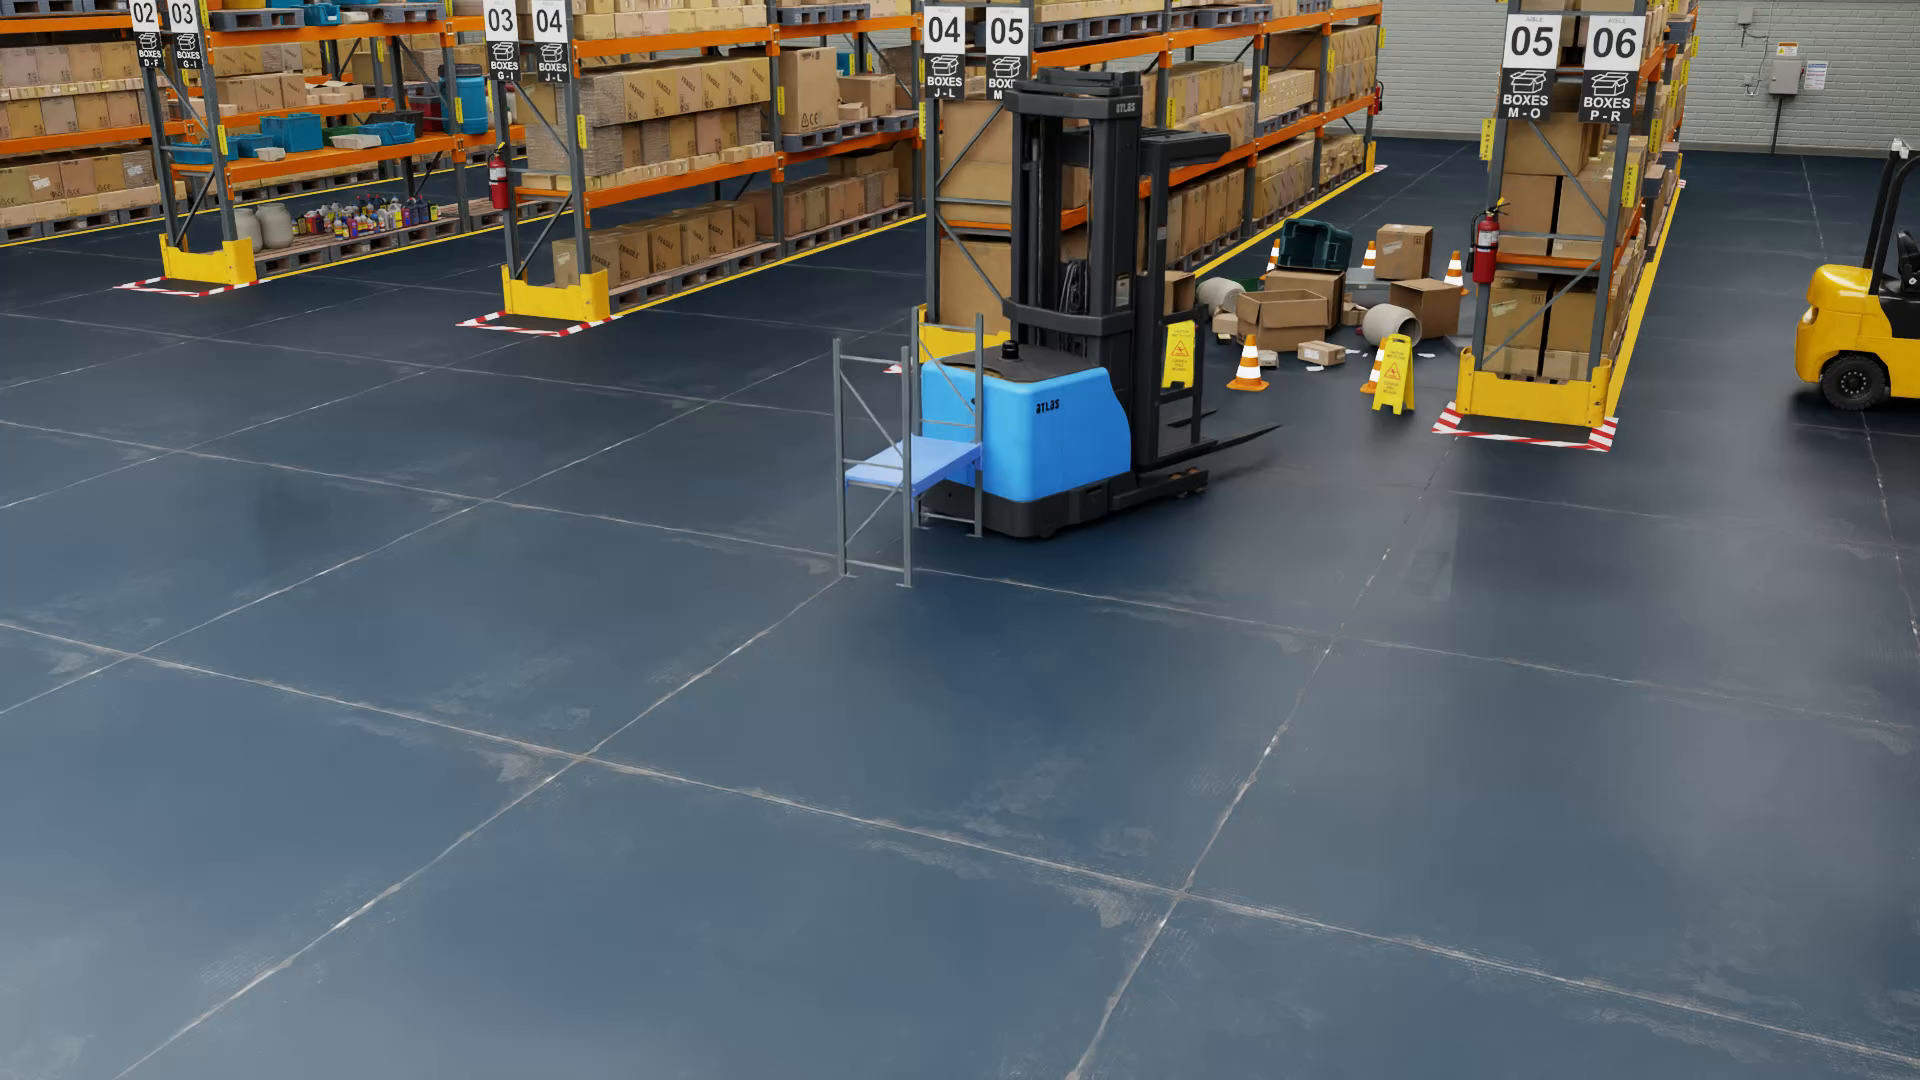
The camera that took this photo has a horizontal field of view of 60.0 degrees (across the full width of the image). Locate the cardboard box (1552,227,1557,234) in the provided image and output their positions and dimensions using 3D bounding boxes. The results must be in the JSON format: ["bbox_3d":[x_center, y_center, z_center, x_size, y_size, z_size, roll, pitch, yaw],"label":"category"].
[{"bbox_3d":[5.119,-2.766,14.646,0.380,0.149,0.250,9,21,23],"label":"cardboard box"}]

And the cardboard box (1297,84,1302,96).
[{"bbox_3d":[4.778,-6.578,24.294,0.380,0.149,0.250,8,21,21],"label":"cardboard box"}]

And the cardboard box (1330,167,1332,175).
[{"bbox_3d":[5.822,-6.006,27.007,0.380,0.149,0.250,8,21,20],"label":"cardboard box"}]

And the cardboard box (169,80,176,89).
[{"bbox_3d":[-14.253,-8.235,29.994,0.380,0.149,0.250,8,21,22],"label":"cardboard box"}]

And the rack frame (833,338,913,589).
[{"bbox_3d":[-0.520,-0.449,9.993,0.500,1.500,0.032,9,22,24],"label":"rack frame"}]

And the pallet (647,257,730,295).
[{"bbox_3d":[-3.421,-3.115,19.414,1.003,0.211,1.213,9,21,23],"label":"pallet"}]

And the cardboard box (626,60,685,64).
[{"bbox_3d":[-3.505,-5.264,19.207,0.500,0.500,0.500,9,21,23],"label":"cardboard box"}]

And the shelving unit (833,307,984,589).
[{"bbox_3d":[-0.301,-0.602,10.425,0.538,1.500,1.048,9,22,24],"label":"shelving unit"}]

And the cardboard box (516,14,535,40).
[{"bbox_3d":[-4.352,-5.316,17.187,0.500,0.250,0.500,9,22,24],"label":"cardboard box"}]

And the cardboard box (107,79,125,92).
[{"bbox_3d":[-11.947,-6.378,23.309,0.380,0.149,0.250,9,21,23],"label":"cardboard box"}]

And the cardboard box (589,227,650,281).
[{"bbox_3d":[-3.833,-3.187,18.557,0.500,0.500,0.500,15,25,37],"label":"cardboard box"}]

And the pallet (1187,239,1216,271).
[{"bbox_3d":[2.549,-3.609,20.801,1.003,0.211,1.213,9,21,23],"label":"pallet"}]

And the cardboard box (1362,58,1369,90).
[{"bbox_3d":[6.553,-7.828,27.911,0.500,0.500,0.500,8,21,22],"label":"cardboard box"}]

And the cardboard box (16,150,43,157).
[{"bbox_3d":[-15.785,-6.474,27.771,0.700,0.500,0.500,8,21,22],"label":"cardboard box"}]

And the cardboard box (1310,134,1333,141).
[{"bbox_3d":[6.190,-6.891,28.609,0.380,0.149,0.250,9,21,24],"label":"cardboard box"}]

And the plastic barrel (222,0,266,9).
[{"bbox_3d":[-8.486,-6.536,19.487,0.600,0.588,0.600,0,20,0],"label":"plastic barrel"}]

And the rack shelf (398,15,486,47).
[{"bbox_3d":[-6.380,-7.379,23.838,1.077,0.370,4.000,9,21,23],"label":"rack shelf"}]

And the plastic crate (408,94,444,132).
[{"bbox_3d":[-7.279,-5.913,23.024,0.402,0.464,0.583,9,21,23],"label":"plastic crate"}]

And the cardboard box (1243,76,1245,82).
[{"bbox_3d":[3.863,-6.572,23.832,0.380,0.149,0.250,9,22,24],"label":"cardboard box"}]

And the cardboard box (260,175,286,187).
[{"bbox_3d":[-10.905,-5.681,25.942,0.500,0.250,0.500,8,21,21],"label":"cardboard box"}]

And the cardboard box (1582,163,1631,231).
[{"bbox_3d":[5.379,-2.884,14.008,0.500,0.500,0.500,9,22,24],"label":"cardboard box"}]

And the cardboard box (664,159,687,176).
[{"bbox_3d":[-3.281,-4.172,18.599,0.380,0.149,0.250,9,21,23],"label":"cardboard box"}]

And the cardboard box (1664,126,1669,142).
[{"bbox_3d":[8.843,-5.240,21.450,0.500,0.250,0.500,9,22,24],"label":"cardboard box"}]

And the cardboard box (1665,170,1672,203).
[{"bbox_3d":[9.992,-5.267,24.500,0.875,0.438,0.875,8,21,22],"label":"cardboard box"}]

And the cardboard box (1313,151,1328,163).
[{"bbox_3d":[5.577,-6.036,26.204,0.380,0.149,0.250,10,22,25],"label":"cardboard box"}]

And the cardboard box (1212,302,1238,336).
[{"bbox_3d":[2.780,-2.236,16.859,0.396,0.266,0.258,13,23,32],"label":"cardboard box"}]

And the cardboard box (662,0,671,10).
[{"bbox_3d":[-3.371,-5.849,18.092,0.380,0.149,0.250,8,21,22],"label":"cardboard box"}]

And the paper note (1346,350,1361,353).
[{"bbox_3d":[3.779,-1.828,16.080,0.148,0.019,0.142,18,26,41],"label":"paper note"}]

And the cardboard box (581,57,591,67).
[{"bbox_3d":[-7.569,-9.295,32.479,0.500,0.500,0.500,8,21,22],"label":"cardboard box"}]

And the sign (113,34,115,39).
[{"bbox_3d":[-15.107,-8.896,29.779,0.100,0.325,0.005,9,21,23],"label":"sign"}]

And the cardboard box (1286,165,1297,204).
[{"bbox_3d":[4.582,-5.194,24.201,0.500,0.500,0.500,8,21,22],"label":"cardboard box"}]

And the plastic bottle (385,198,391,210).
[{"bbox_3d":[-7.739,-4.466,22.449,0.061,0.283,0.133,9,21,23],"label":"plastic bottle"}]

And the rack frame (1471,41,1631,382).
[{"bbox_3d":[4.723,-2.431,13.328,1.000,3.000,0.127,9,21,23],"label":"rack frame"}]

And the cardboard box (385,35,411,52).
[{"bbox_3d":[-12.131,-10.249,34.864,0.980,0.700,0.700,7,21,20],"label":"cardboard box"}]

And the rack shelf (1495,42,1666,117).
[{"bbox_3d":[5.542,-4.117,14.665,1.077,0.370,4.000,9,21,23],"label":"rack shelf"}]

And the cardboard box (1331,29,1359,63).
[{"bbox_3d":[6.131,-7.978,26.839,0.500,0.500,0.500,8,21,21],"label":"cardboard box"}]

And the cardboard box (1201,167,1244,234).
[{"bbox_3d":[3.110,-4.489,21.846,1.050,0.750,0.750,8,21,22],"label":"cardboard box"}]

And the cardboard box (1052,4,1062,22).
[{"bbox_3d":[0.702,-4.758,14.994,0.380,0.149,0.250,9,21,23],"label":"cardboard box"}]

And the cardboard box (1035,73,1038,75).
[{"bbox_3d":[1.025,-7.993,27.629,0.500,0.500,0.500,9,21,23],"label":"cardboard box"}]

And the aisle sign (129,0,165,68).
[{"bbox_3d":[-9.137,-5.714,18.680,0.394,0.787,0.004,9,21,23],"label":"aisle sign"}]

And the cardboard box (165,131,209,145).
[{"bbox_3d":[-14.178,-7.667,30.633,0.750,0.750,0.750,8,21,22],"label":"cardboard box"}]

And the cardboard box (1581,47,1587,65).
[{"bbox_3d":[5.181,-3.875,13.288,0.380,0.149,0.250,8,21,21],"label":"cardboard box"}]

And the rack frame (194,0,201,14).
[{"bbox_3d":[-8.836,-7.297,18.057,1.000,3.000,0.127,9,21,23],"label":"rack frame"}]

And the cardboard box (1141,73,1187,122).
[{"bbox_3d":[2.211,-5.130,19.277,0.700,0.500,0.500,8,21,22],"label":"cardboard box"}]

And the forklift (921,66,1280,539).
[{"bbox_3d":[1.142,-1.791,11.630,3.031,2.935,1.130,-18,26,-40],"label":"forklift"}]

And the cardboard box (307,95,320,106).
[{"bbox_3d":[-10.549,-7.081,26.778,0.380,0.149,0.250,10,22,27],"label":"cardboard box"}]

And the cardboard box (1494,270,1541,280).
[{"bbox_3d":[4.902,-2.395,14.615,0.380,0.149,0.250,9,22,24],"label":"cardboard box"}]

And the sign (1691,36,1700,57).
[{"bbox_3d":[11.764,-7.901,26.626,0.100,0.325,0.005,9,21,23],"label":"sign"}]

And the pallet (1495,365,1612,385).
[{"bbox_3d":[5.119,-1.384,14.545,1.003,0.211,1.213,9,21,23],"label":"pallet"}]

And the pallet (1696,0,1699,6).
[{"bbox_3d":[10.981,-8.466,25.952,1.003,0.211,1.213,9,21,23],"label":"pallet"}]

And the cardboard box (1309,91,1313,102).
[{"bbox_3d":[5.098,-6.679,25.020,0.380,0.149,0.250,8,21,21],"label":"cardboard box"}]

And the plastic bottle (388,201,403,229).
[{"bbox_3d":[-7.410,-4.259,21.764,0.144,0.351,0.185,8,21,22],"label":"plastic bottle"}]

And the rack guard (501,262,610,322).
[{"bbox_3d":[-4.287,-2.636,17.636,1.175,0.500,0.348,9,21,23],"label":"rack guard"}]

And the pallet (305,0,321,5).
[{"bbox_3d":[-10.730,-8.359,25.802,1.003,0.211,1.213,10,22,25],"label":"pallet"}]

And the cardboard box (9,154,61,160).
[{"bbox_3d":[-12.804,-5.072,23.112,0.500,0.500,0.500,9,21,23],"label":"cardboard box"}]

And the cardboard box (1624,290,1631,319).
[{"bbox_3d":[6.364,-2.339,16.545,0.500,0.250,0.500,10,22,25],"label":"cardboard box"}]
